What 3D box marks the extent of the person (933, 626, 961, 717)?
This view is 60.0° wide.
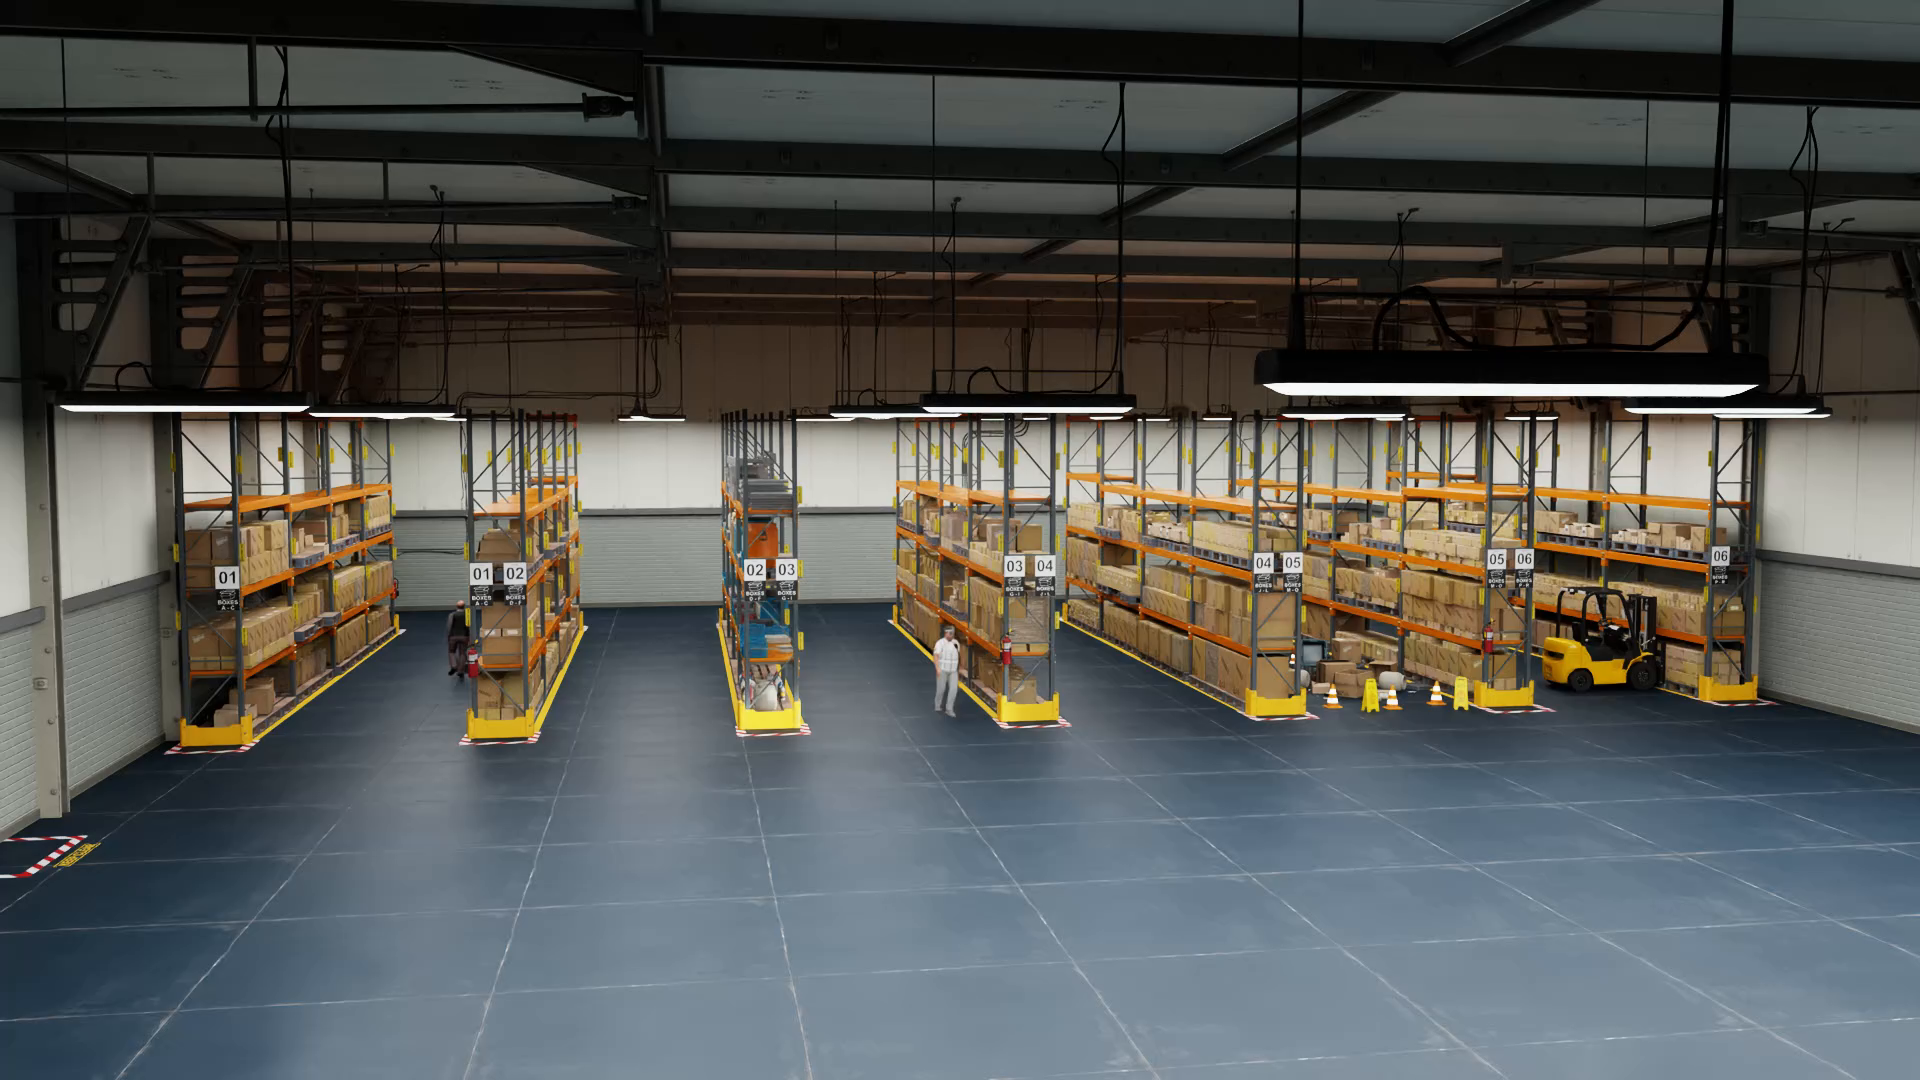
[{"bbox_3d":[-0.245,2.586,32.846,0.625,1.777,0.761,-2,4,-28],"label":"person"}]

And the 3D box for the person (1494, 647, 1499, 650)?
[{"bbox_3d":[13.224,2.021,41.321,0.474,1.708,0.526,-2,4,-27],"label":"person"}]

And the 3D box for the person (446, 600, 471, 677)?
[{"bbox_3d":[-11.326,2.229,37.642,0.569,1.718,0.461,-1,4,-16],"label":"person"}]
